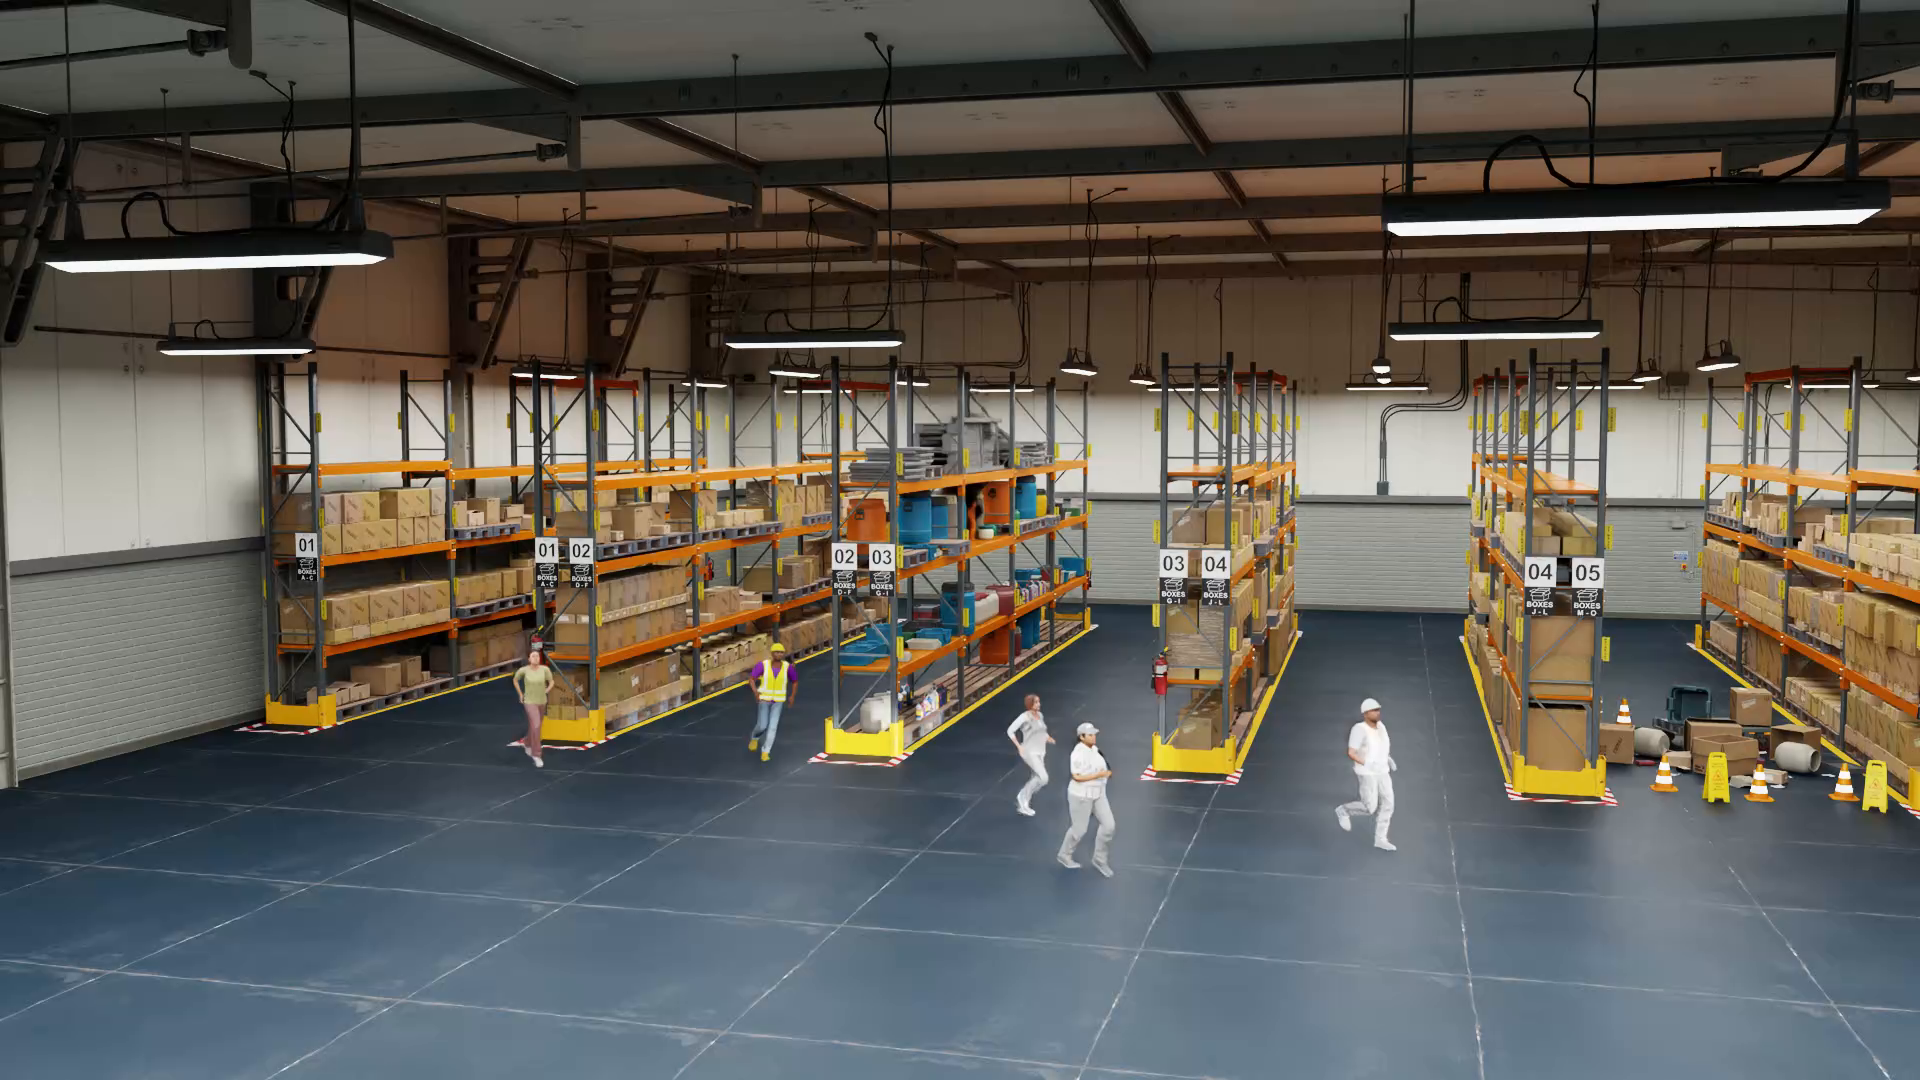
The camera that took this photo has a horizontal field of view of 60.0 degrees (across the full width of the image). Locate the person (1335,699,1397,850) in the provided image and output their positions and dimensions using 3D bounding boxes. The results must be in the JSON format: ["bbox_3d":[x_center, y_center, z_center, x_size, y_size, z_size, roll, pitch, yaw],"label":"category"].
[{"bbox_3d":[4.842,2.745,19.665,0.689,1.753,0.821,-3,5,-38],"label":"person"}]

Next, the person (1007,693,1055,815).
[{"bbox_3d":[0.944,2.727,21.063,0.596,1.562,0.515,3,5,37],"label":"person"}]

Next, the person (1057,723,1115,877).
[{"bbox_3d":[1.410,2.879,18.430,0.708,1.719,0.585,3,5,40],"label":"person"}]

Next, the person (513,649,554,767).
[{"bbox_3d":[-6.281,2.441,24.561,0.570,1.710,0.819,-3,5,-35],"label":"person"}]

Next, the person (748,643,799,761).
[{"bbox_3d":[-2.787,2.398,24.939,0.751,1.728,0.655,-1,4,-15],"label":"person"}]
